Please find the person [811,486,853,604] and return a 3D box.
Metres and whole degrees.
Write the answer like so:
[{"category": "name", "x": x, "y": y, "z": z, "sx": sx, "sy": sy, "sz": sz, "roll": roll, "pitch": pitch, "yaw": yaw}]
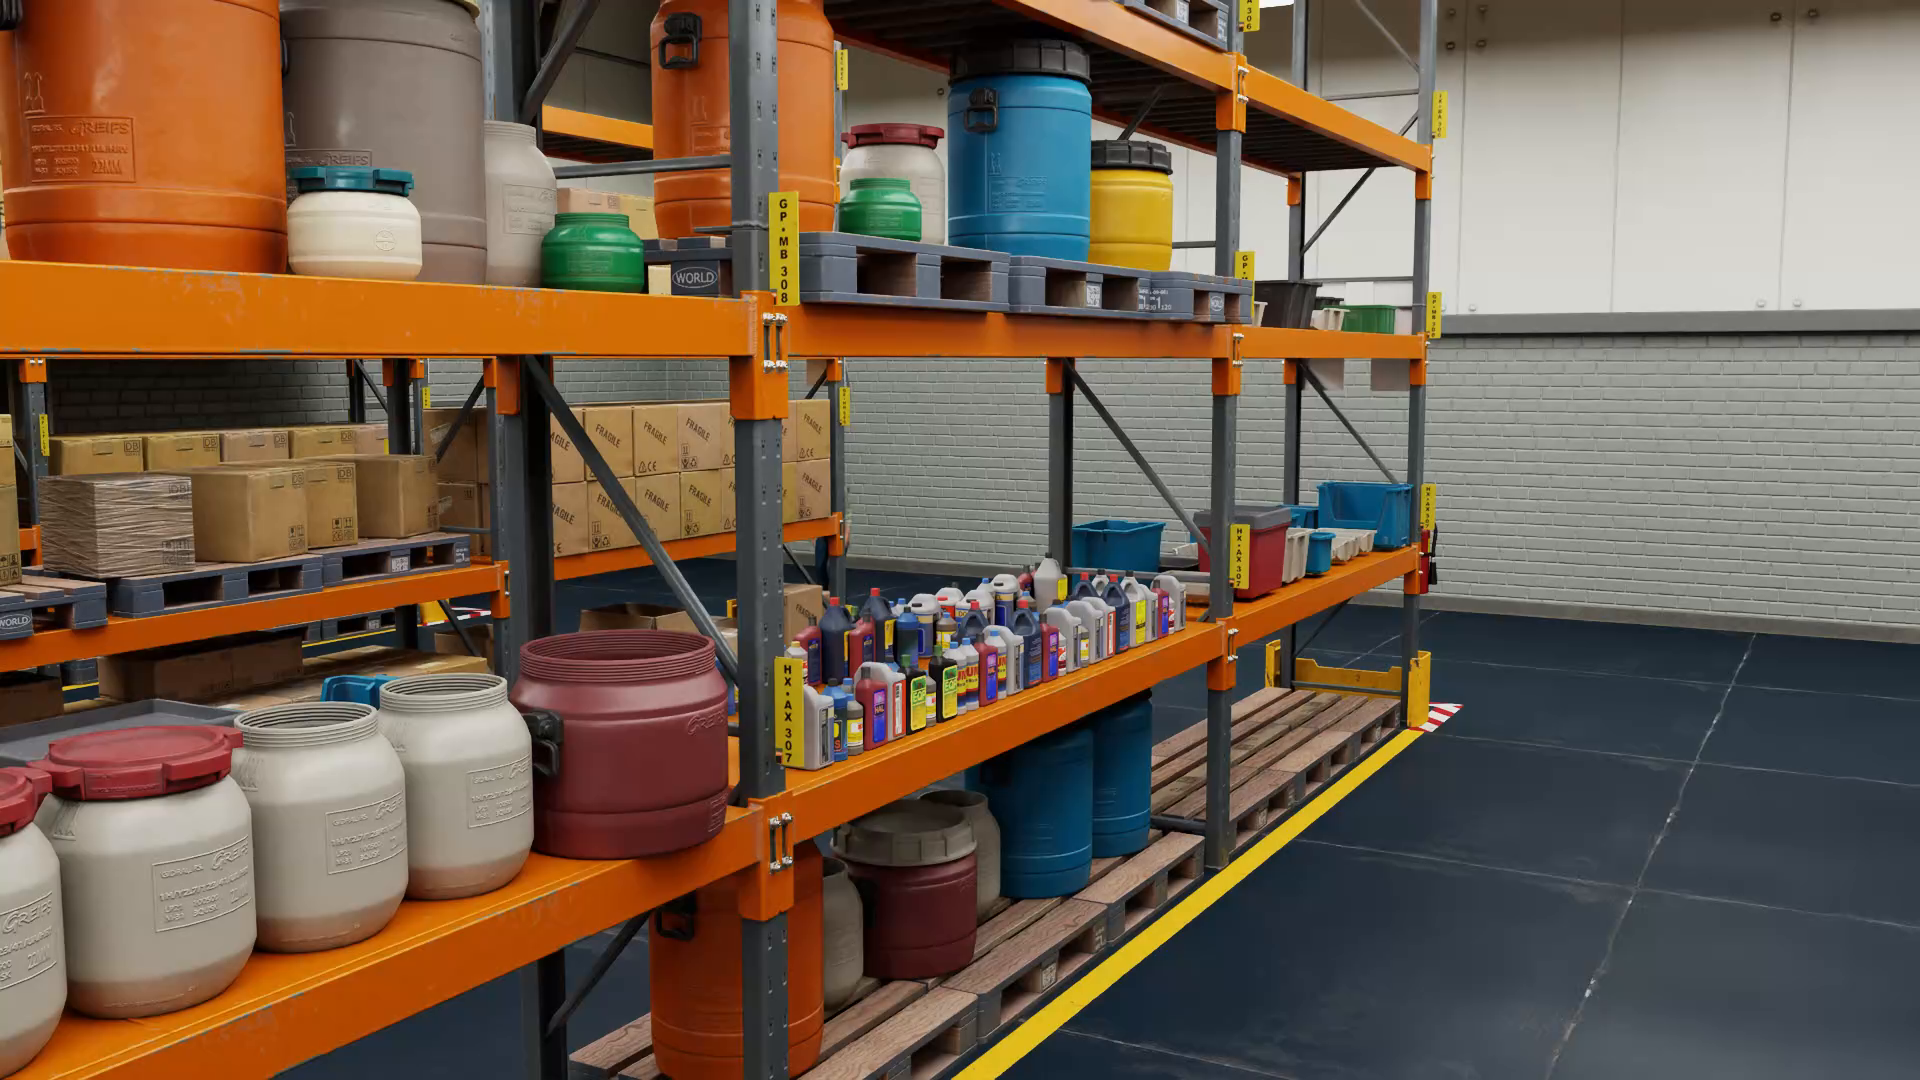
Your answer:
[{"category": "person", "x": -1.338, "y": -0.025, "z": 17.301, "sx": 0.467, "sy": 1.592, "sz": 0.346, "roll": 3, "pitch": 7, "yaw": 26}]
